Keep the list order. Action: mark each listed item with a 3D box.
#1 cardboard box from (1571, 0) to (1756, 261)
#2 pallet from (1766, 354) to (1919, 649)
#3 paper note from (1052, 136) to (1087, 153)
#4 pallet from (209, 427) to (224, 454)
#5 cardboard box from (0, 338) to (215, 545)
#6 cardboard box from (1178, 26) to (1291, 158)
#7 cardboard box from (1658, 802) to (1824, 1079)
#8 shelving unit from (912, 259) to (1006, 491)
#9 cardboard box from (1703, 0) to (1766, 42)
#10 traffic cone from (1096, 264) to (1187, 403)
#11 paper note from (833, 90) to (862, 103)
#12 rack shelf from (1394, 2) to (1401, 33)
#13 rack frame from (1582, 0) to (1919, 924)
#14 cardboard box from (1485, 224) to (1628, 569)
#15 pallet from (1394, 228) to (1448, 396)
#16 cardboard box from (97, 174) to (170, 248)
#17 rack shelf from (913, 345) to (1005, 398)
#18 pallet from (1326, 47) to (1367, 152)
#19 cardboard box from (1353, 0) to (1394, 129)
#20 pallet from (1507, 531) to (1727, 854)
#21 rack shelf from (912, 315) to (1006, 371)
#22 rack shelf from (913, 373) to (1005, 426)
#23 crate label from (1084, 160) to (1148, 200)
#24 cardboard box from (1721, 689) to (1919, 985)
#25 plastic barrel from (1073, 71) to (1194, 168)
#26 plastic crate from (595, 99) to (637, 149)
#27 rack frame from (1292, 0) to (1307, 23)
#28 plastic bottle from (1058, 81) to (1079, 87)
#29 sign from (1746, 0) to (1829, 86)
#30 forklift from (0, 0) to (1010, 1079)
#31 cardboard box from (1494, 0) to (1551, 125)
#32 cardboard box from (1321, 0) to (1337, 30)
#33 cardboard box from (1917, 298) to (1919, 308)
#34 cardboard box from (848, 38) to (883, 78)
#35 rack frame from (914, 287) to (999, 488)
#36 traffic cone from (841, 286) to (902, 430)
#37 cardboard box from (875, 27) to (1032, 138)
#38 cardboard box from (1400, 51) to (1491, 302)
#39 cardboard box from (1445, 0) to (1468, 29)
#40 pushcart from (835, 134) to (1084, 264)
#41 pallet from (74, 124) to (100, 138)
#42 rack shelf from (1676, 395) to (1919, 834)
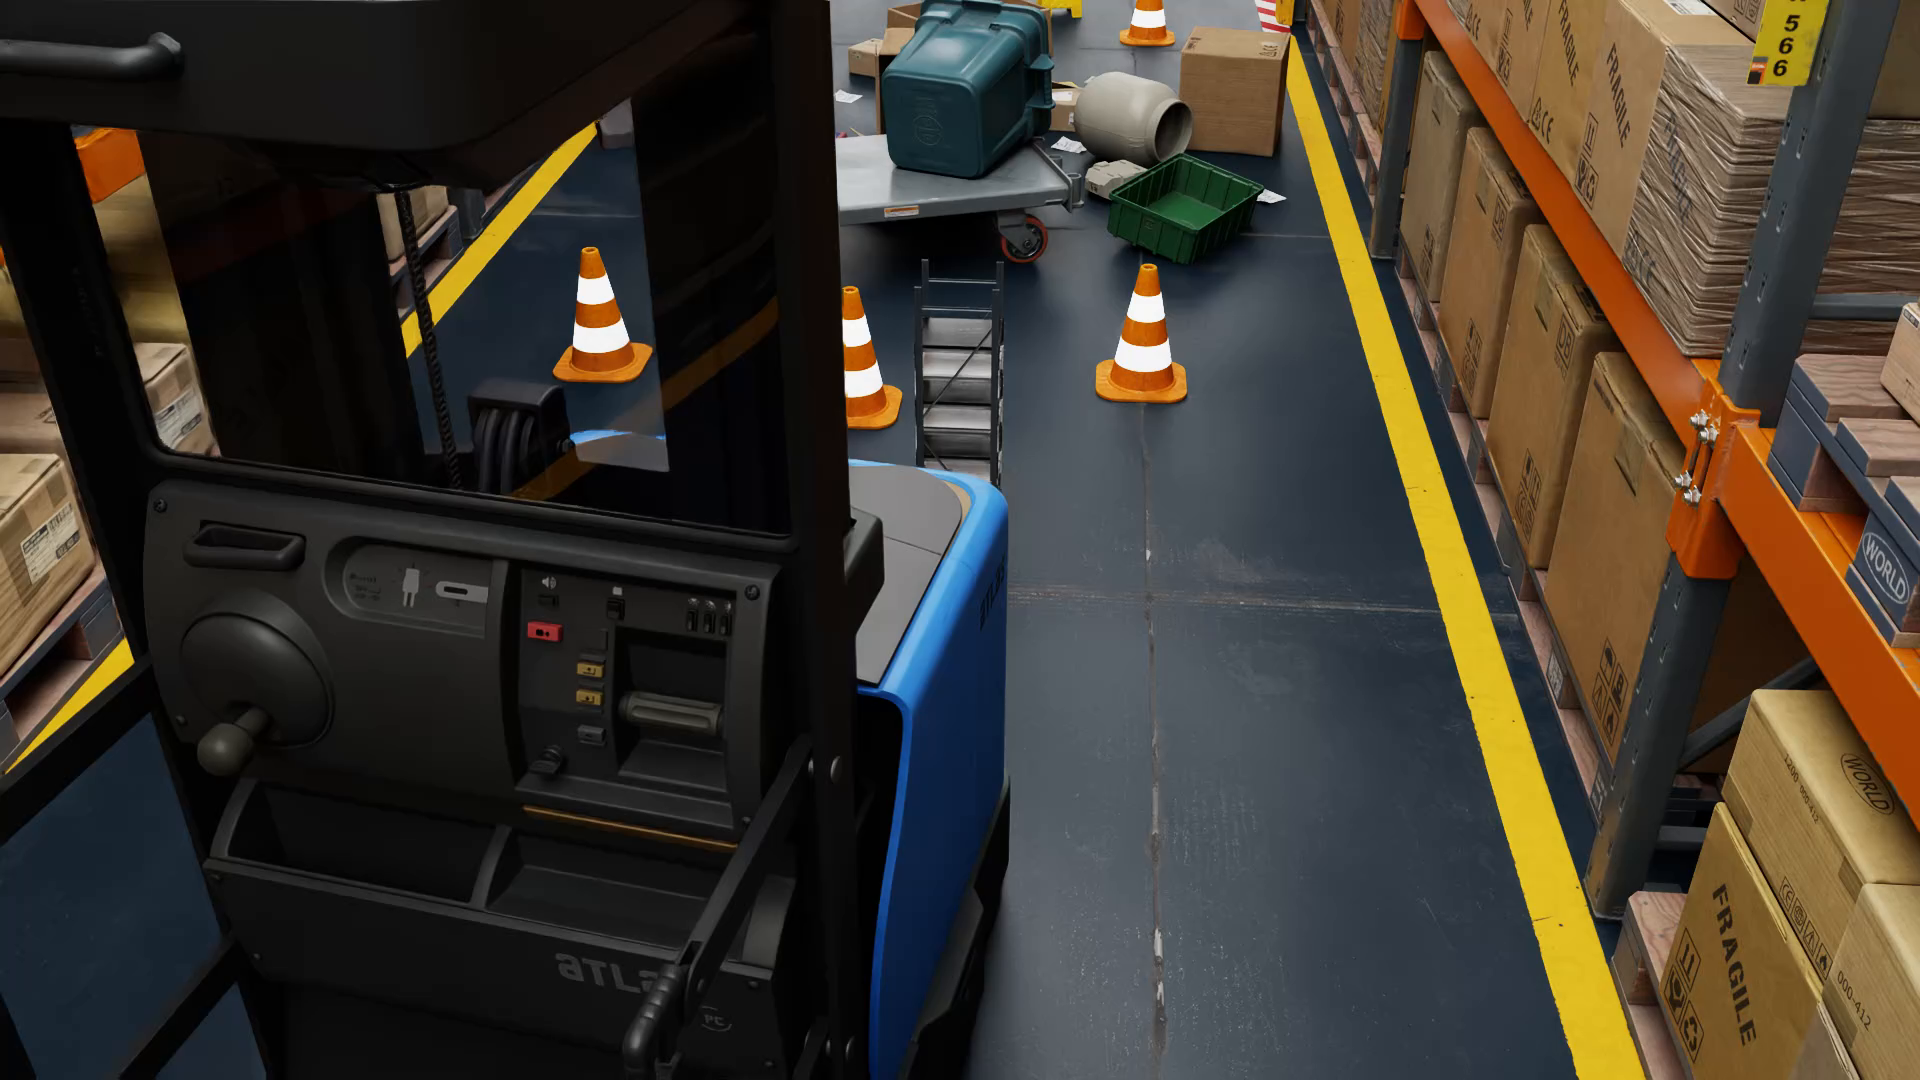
[{"bbox_3d":[1.774,-0.960,3.854,0.500,0.500,0.500,2,32,4],"label":"cardboard box"},{"bbox_3d":[2.011,0.049,2.494,1.213,0.211,1.003,2,32,4],"label":"pallet"},{"bbox_3d":[0.576,-2.023,8.510,0.172,0.023,0.155,14,34,21],"label":"paper note"},{"bbox_3d":[-2.812,-0.426,5.740,1.003,0.211,1.213,2,32,4],"label":"pallet"},{"bbox_3d":[-2.871,-0.310,4.998,0.950,0.372,0.625,2,32,3],"label":"cardboard box"},{"bbox_3d":[1.392,-2.294,8.494,0.500,0.500,0.500,8,32,12],"label":"cardboard box"},{"bbox_3d":[1.651,0.834,3.019,0.500,0.500,0.500,1,32,2],"label":"cardboard box"},{"bbox_3d":[-0.001,-0.379,5.007,0.258,0.900,0.210,2,32,4],"label":"shelving unit"},{"bbox_3d":[2.050,-1.377,3.577,0.700,0.500,0.500,2,32,3],"label":"cardboard box"},{"bbox_3d":[0.675,-0.785,6.082,0.336,0.463,0.334,2,32,4],"label":"traffic cone"},{"bbox_3d":[-0.639,-2.466,9.233,0.148,0.019,0.142,14,34,21],"label":"paper note"},{"bbox_3d":[2.452,-3.241,8.336,1.077,0.370,4.000,2,32,4],"label":"rack shelf"},{"bbox_3d":[1.963,-0.410,3.056,1.000,3.000,0.127,2,32,4],"label":"rack frame"},{"bbox_3d":[2.170,-0.403,4.789,1.050,0.750,0.750,3,32,5],"label":"cardboard box"},{"bbox_3d":[2.301,-0.908,6.522,1.003,0.211,1.213,2,32,4],"label":"pallet"},{"bbox_3d":[-2.748,-1.070,6.231,0.950,0.372,0.625,4,32,7],"label":"cardboard box"},{"bbox_3d":[-0.001,-0.504,4.930,0.258,0.077,0.200,2,32,4],"label":"rack shelf"},{"bbox_3d":[2.526,-2.348,8.859,1.003,0.211,1.213,2,32,4],"label":"pallet"},{"bbox_3d":[2.479,-2.573,8.191,0.875,0.875,0.875,3,32,4],"label":"cardboard box"},{"bbox_3d":[2.103,0.368,4.451,1.003,0.211,1.213,2,32,4],"label":"pallet"},{"bbox_3d":[-0.001,-0.580,4.883,0.258,0.077,0.200,2,32,4],"label":"rack shelf"},{"bbox_3d":[-0.001,-0.427,4.977,0.258,0.077,0.200,2,32,4],"label":"rack shelf"},{"bbox_3d":[0.746,-1.701,7.880,0.298,0.136,0.250,-20,37,-29],"label":"crate label"},{"bbox_3d":[1.666,0.506,2.837,0.500,0.250,0.500,1,32,2],"label":"cardboard box"},{"bbox_3d":[0.852,-2.064,8.195,0.512,0.421,0.421,27,41,37],"label":"plastic barrel"},{"bbox_3d":[-1.708,-2.203,8.749,0.402,0.080,0.583,-8,33,-13],"label":"plastic crate"},{"bbox_3d":[2.615,-4.593,9.844,1.000,3.000,0.127,2,32,4],"label":"rack frame"},{"bbox_3d":[0.610,-2.463,9.188,0.133,0.061,0.283,-8,33,-13],"label":"plastic bottle"},{"bbox_3d":[1.410,-0.925,2.788,0.100,0.325,0.005,2,32,4],"label":"sign"},{"bbox_3d":[-0.751,0.220,2.099,1.130,2.935,3.031,8,32,12],"label":"forklift"},{"bbox_3d":[1.853,-1.490,4.713,0.500,0.500,0.500,3,32,5],"label":"cardboard box"},{"bbox_3d":[2.625,-3.510,9.711,0.875,0.875,0.875,3,32,4],"label":"cardboard box"},{"bbox_3d":[1.724,-0.364,2.538,0.380,0.149,0.250,4,32,6],"label":"cardboard box"},{"bbox_3d":[-0.421,-2.767,9.598,0.380,0.149,0.250,20,37,29],"label":"cardboard box"},{"bbox_3d":[-0.009,-0.326,4.921,0.240,0.900,0.006,2,32,4],"label":"rack frame"},{"bbox_3d":[-0.385,-0.678,5.908,0.336,0.463,0.334,2,32,4],"label":"traffic cone"},{"bbox_3d":[-0.015,-2.231,8.261,0.797,0.637,0.503,2,32,4],"label":"cardboard box"},{"bbox_3d":[2.328,-1.394,6.397,1.050,0.750,0.750,2,32,4],"label":"cardboard box"},{"bbox_3d":[1.938,-2.017,5.568,0.500,0.500,0.500,3,32,4],"label":"cardboard box"},{"bbox_3d":[-0.376,-1.473,7.280,1.648,0.377,0.936,-8,33,-13],"label":"pushcart"},{"bbox_3d":[-2.858,-1.524,5.046,1.003,0.211,1.213,2,32,4],"label":"pallet"},{"bbox_3d":[1.800,0.942,1.548,1.077,0.370,4.000,2,32,4],"label":"rack shelf"}]
